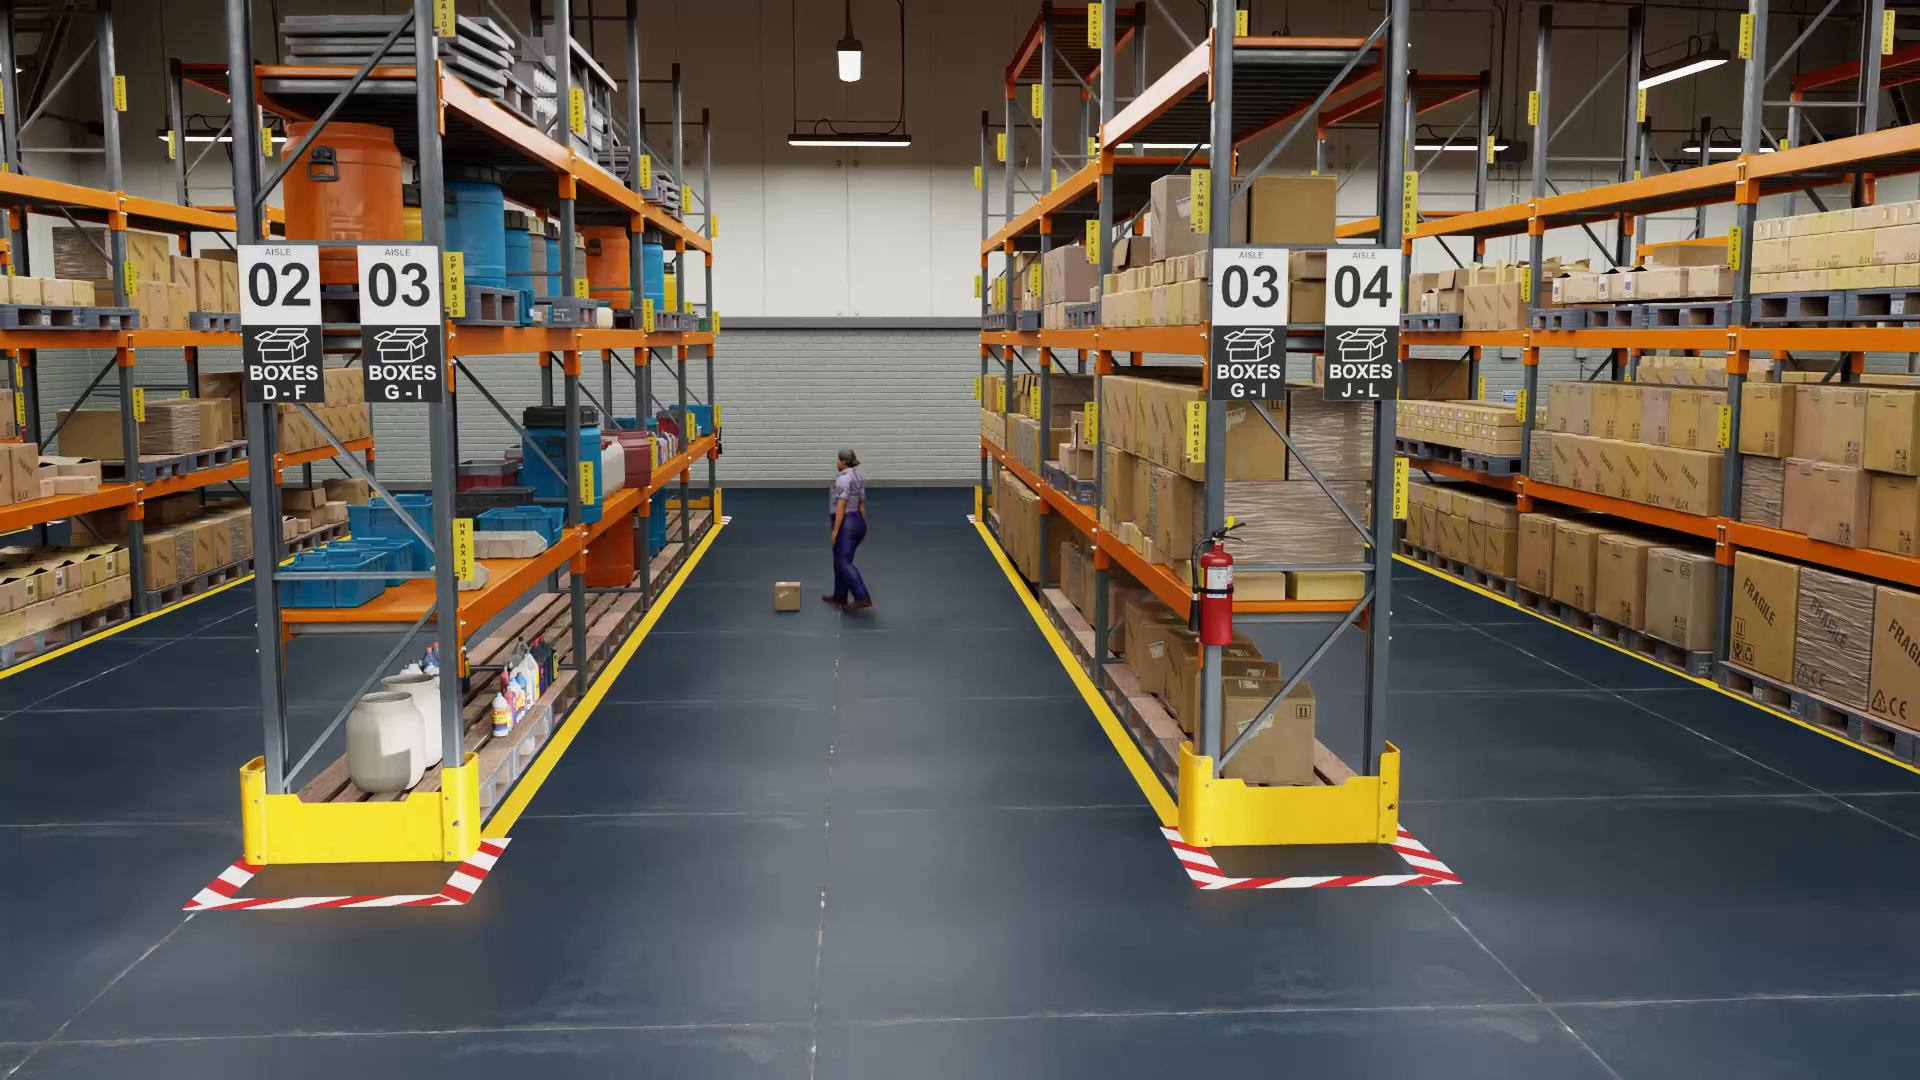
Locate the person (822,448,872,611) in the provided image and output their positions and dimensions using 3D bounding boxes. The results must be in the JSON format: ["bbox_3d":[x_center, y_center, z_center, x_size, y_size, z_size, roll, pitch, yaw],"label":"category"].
[{"bbox_3d":[-1.161,-0.112,16.744,0.756,1.615,0.630,3,7,20],"label":"person"}]
